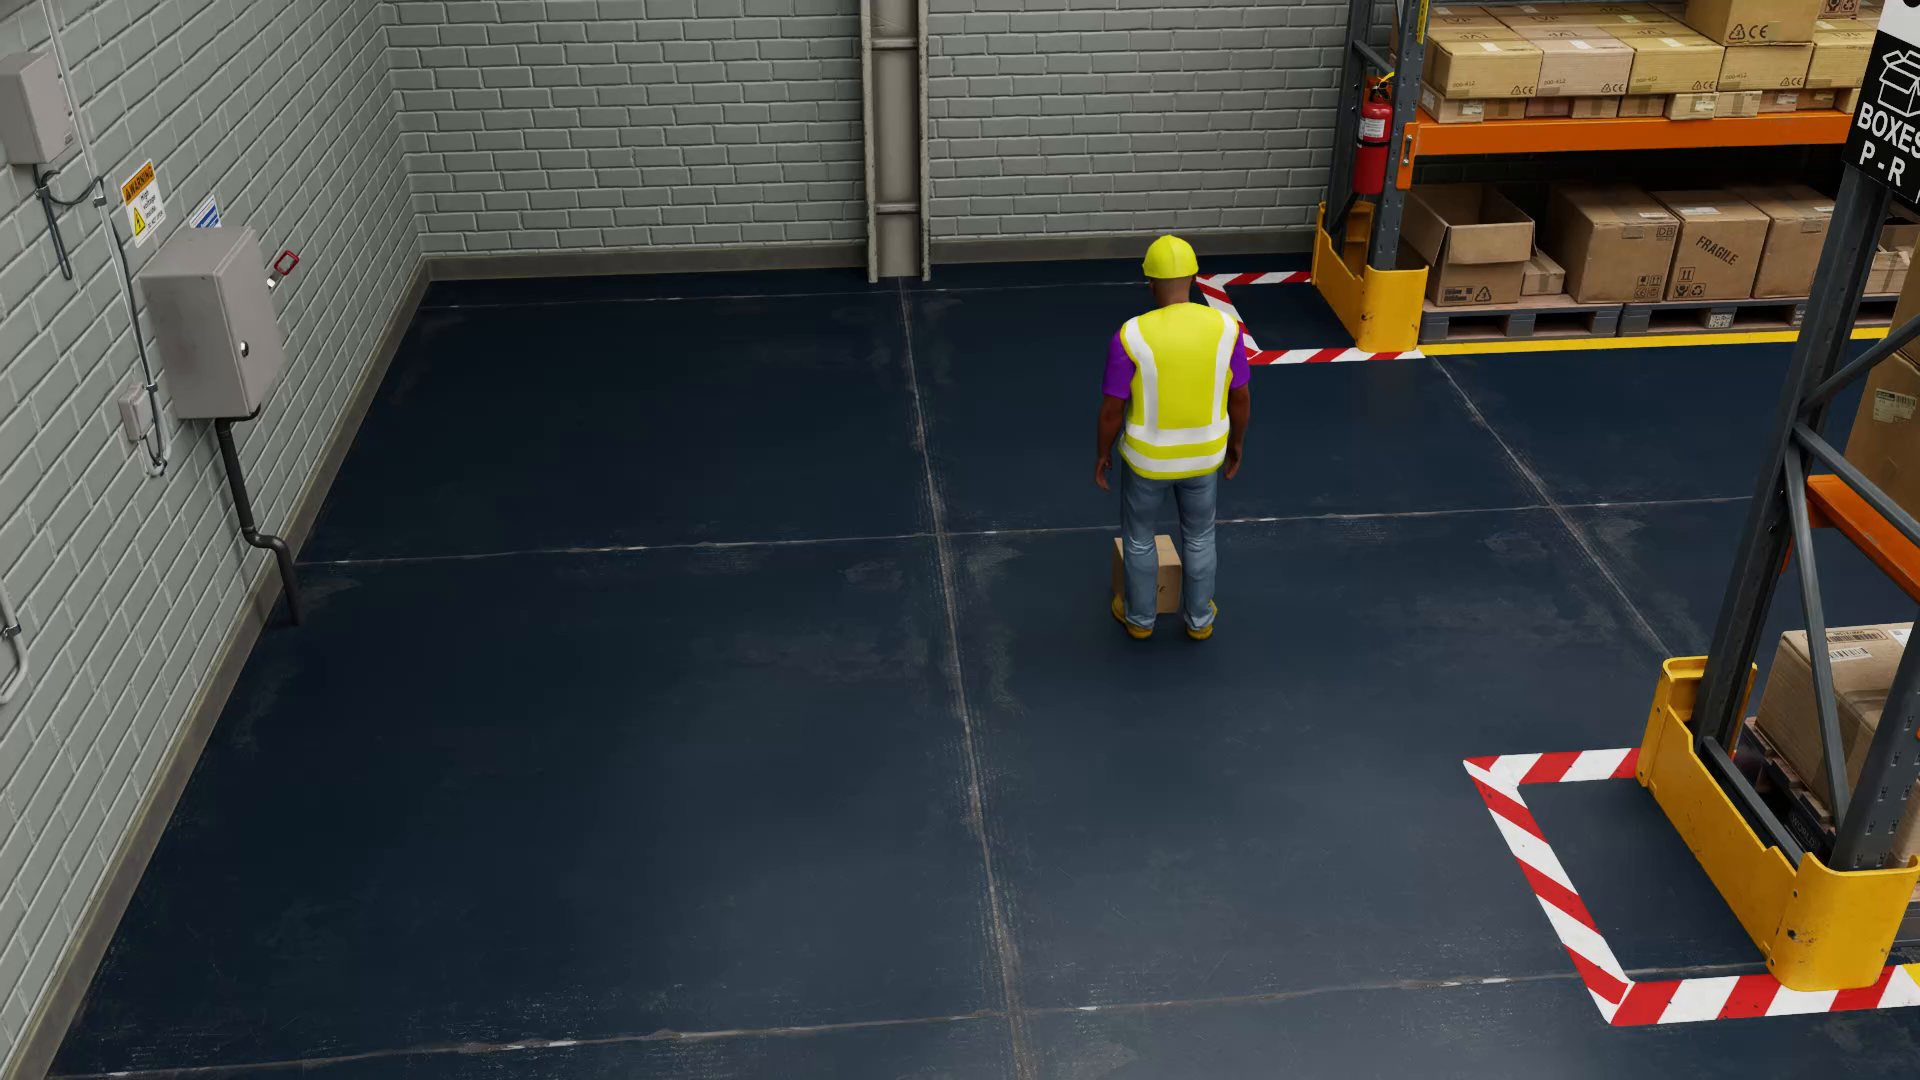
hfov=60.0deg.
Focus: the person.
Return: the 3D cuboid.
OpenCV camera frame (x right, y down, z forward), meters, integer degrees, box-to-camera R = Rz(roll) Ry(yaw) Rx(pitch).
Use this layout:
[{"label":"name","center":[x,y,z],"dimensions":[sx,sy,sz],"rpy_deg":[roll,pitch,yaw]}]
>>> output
[{"label":"person","center":[0.847,-0.373,6.739],"dimensions":[0.628,1.759,0.462],"rpy_deg":[-4,31,-7]}]
